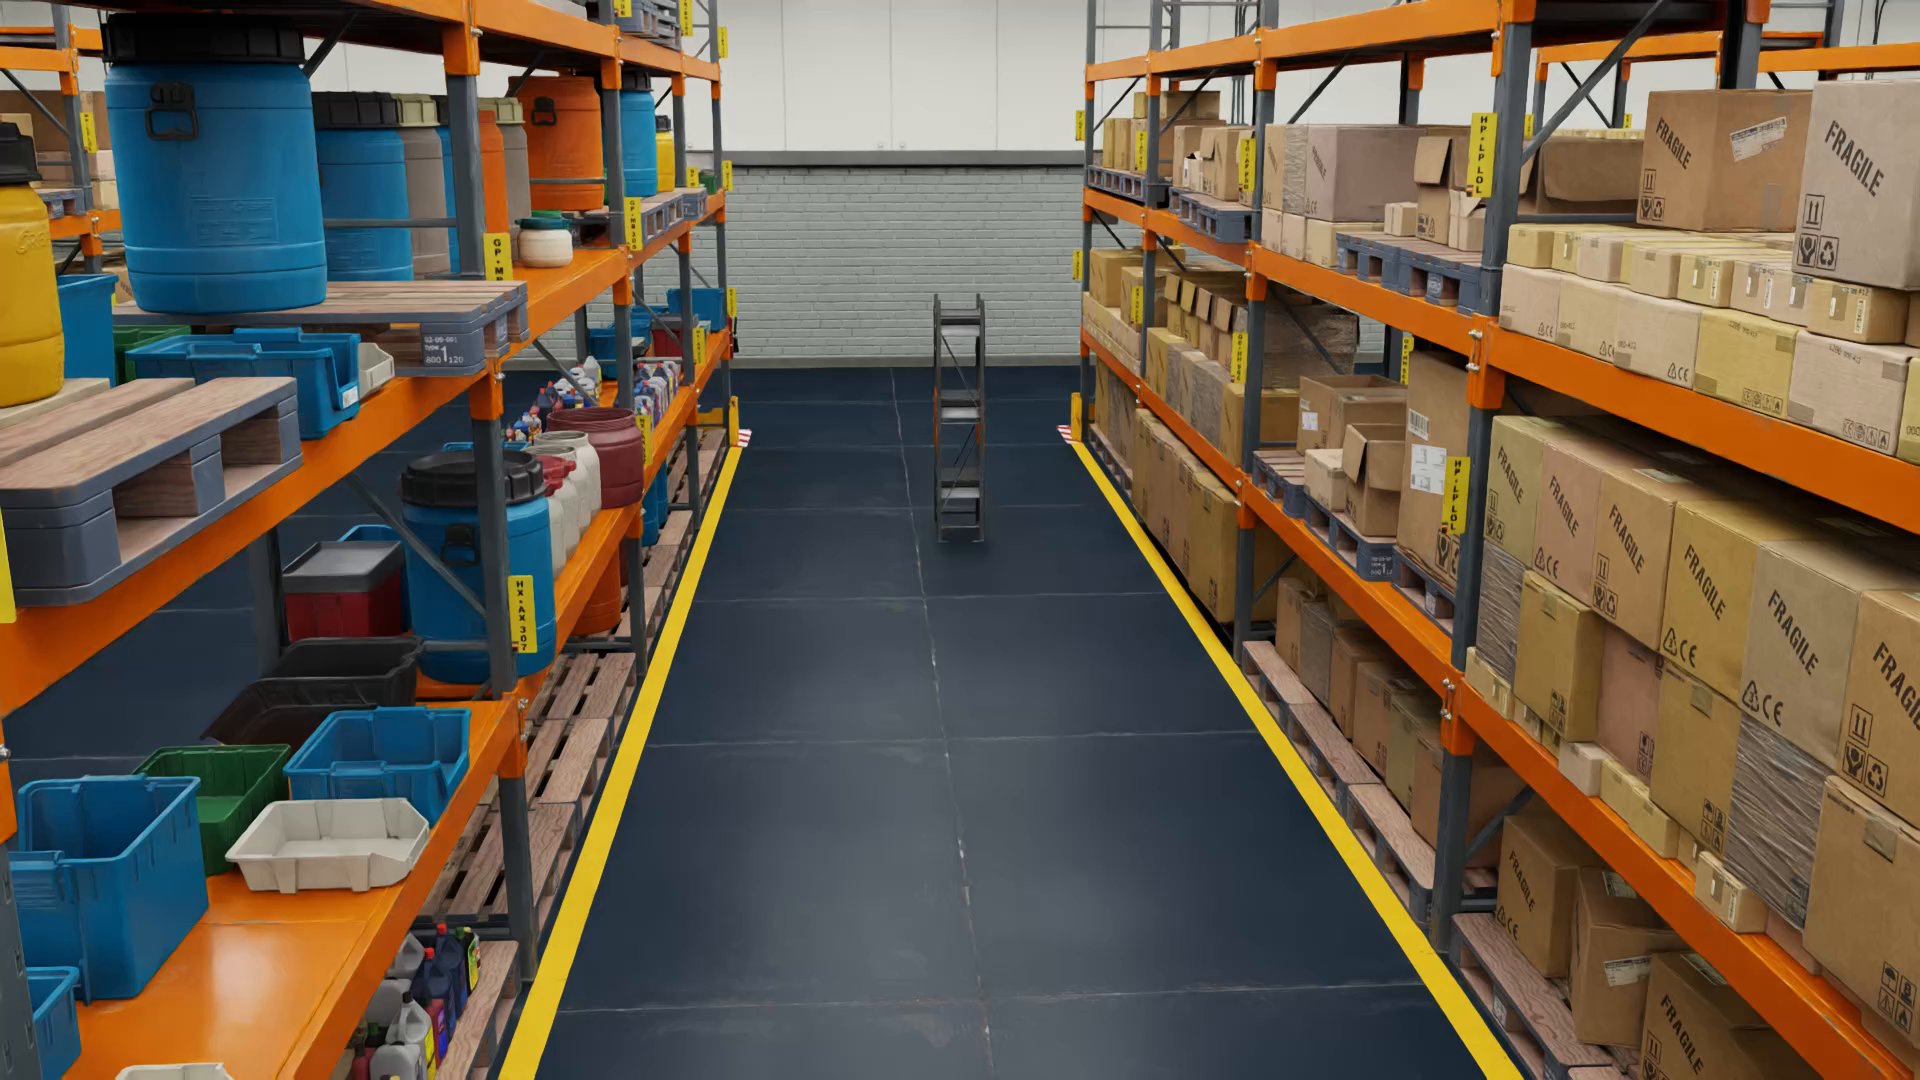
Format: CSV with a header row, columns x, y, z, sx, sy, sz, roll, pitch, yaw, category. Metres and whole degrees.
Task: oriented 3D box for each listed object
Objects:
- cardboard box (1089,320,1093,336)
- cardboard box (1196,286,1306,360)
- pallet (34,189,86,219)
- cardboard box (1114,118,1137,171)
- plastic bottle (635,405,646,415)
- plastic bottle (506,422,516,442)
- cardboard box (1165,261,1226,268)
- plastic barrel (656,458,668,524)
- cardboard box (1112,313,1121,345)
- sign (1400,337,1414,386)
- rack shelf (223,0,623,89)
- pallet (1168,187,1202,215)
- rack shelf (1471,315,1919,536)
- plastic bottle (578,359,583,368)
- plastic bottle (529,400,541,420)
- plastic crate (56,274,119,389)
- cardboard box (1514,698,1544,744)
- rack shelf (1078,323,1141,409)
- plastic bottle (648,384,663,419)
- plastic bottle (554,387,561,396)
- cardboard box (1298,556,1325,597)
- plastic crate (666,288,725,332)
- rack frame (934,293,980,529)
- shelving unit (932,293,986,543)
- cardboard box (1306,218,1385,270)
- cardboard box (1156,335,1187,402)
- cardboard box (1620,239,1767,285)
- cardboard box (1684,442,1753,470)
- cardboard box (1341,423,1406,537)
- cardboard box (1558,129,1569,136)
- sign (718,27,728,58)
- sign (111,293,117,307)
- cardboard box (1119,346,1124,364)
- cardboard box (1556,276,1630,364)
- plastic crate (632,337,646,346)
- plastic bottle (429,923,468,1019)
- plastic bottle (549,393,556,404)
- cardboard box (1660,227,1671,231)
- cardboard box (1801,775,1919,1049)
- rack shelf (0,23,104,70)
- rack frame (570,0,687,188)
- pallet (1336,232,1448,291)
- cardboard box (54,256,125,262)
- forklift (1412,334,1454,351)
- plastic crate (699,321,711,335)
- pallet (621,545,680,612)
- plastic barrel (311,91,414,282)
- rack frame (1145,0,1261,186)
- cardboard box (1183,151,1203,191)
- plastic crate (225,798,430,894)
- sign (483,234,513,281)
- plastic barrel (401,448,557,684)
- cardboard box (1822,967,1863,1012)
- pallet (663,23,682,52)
x,y,z,sx,sy,sz,roll,pitch,yaw,category
1.594,-2.276,17.856,0.380,0.149,0.250,-1,14,-5,cardboard box
2.249,-1.674,12.798,0.797,0.503,0.637,0,14,-2,cardboard box
-7.801,-2.670,13.241,1.213,0.211,1.003,-1,14,-3,pallet
1.949,-3.973,16.684,0.700,0.500,0.500,-2,15,-7,cardboard box
-2.315,-0.837,12.020,0.097,0.271,0.097,0,14,0,plastic bottle
-3.045,-0.647,11.256,0.061,0.283,0.133,-1,14,-3,plastic bottle
2.282,-2.433,16.162,0.500,0.500,0.500,-1,14,-5,cardboard box
-2.811,-0.599,14.202,0.600,0.901,0.708,-1,14,-3,plastic barrel
1.760,-2.056,16.203,0.500,0.250,0.500,-1,14,-2,cardboard box
2.905,-1.162,10.857,0.100,0.325,0.005,-1,14,-3,sign
-2.456,-2.418,8.112,1.077,0.370,4.000,-1,14,-3,rack shelf
2.222,-2.756,13.583,0.805,0.209,1.217,-1,15,-6,pallet
2.735,-0.241,4.866,1.077,0.370,4.000,-1,14,-3,rack shelf
-3.231,-1.393,14.154,0.061,0.283,0.133,-1,14,-3,plastic bottle
-3.102,-0.874,12.138,0.061,0.283,0.133,-1,14,-3,plastic bottle
-2.503,-0.477,4.374,0.392,0.384,0.575,-1,14,-3,plastic crate
2.370,0.670,6.407,0.380,0.149,0.250,-1,14,-3,cardboard box
1.992,-1.773,16.839,1.077,0.370,4.000,-1,14,-3,rack shelf
-2.404,-1.087,12.978,0.152,0.276,0.135,-1,14,-3,plastic bottle
-3.128,-1.047,12.832,0.097,0.271,0.097,0,14,0,plastic bottle
2.435,0.172,10.468,0.500,0.250,0.500,0,14,-1,cardboard box
-2.868,-2.508,18.061,0.616,0.435,0.499,-1,14,-3,plastic crate
-0.025,-1.119,14.661,0.400,2.100,0.015,-1,14,-3,rack frame
-0.010,-1.058,14.425,0.431,2.100,0.503,-1,14,-3,shelving unit
2.211,-1.633,9.133,0.500,0.250,0.500,-1,14,-2,cardboard box
1.927,-1.429,13.859,0.500,0.500,0.500,-1,14,-3,cardboard box
2.462,-0.928,5.595,0.380,0.149,0.250,0,14,-2,cardboard box
2.946,-0.079,6.008,0.500,0.500,0.500,-1,14,-3,cardboard box
2.412,-0.317,8.689,0.797,0.503,0.637,1,14,2,cardboard box
6.559,-4.269,17.575,0.380,0.149,0.250,-1,14,-4,cardboard box
-2.528,-5.304,17.727,0.100,0.325,0.005,-1,14,-3,sign
-7.218,-2.042,14.118,0.100,0.325,0.005,-1,14,-3,sign
1.722,-1.764,15.868,0.380,0.149,0.250,-1,14,-2,cardboard box
2.421,-0.767,5.767,0.500,0.250,0.500,-1,14,-4,cardboard box
-3.236,-1.877,16.210,0.293,0.136,0.466,-1,14,-3,plastic crate
-2.005,1.668,6.457,0.144,0.351,0.185,-1,14,-5,plastic bottle
-3.061,-0.954,12.449,0.061,0.283,0.133,-1,14,-3,plastic bottle
2.920,-1.131,6.382,0.380,0.149,0.250,0,14,-2,cardboard box
2.702,0.909,4.177,0.875,0.500,0.500,-1,14,-3,cardboard box
-7.896,-4.524,15.501,1.077,0.370,4.000,-1,14,-3,rack shelf
-2.828,-4.452,13.772,1.000,3.000,0.127,-1,14,-3,rack frame
2.612,-1.409,8.339,1.213,0.211,1.003,-1,14,-3,pallet
-8.127,-2.379,15.544,0.500,0.500,0.500,-1,14,-3,cardboard box
5.076,-1.791,15.605,3.031,2.935,1.130,-4,15,-16,forklift
-2.844,-2.243,17.634,0.396,0.136,0.243,-1,14,-3,plastic crate
-2.743,0.300,12.936,1.003,0.211,1.213,-1,14,-3,pallet
-2.580,-1.376,6.829,0.600,0.901,0.708,-1,14,-3,plastic barrel
2.116,-4.529,14.069,1.000,3.000,0.127,-1,14,-3,rack frame
2.094,-2.962,13.336,0.500,0.311,0.500,-1,14,-5,cardboard box
-1.979,0.970,5.265,0.530,0.136,0.437,-1,14,-3,plastic crate
-1.782,-1.020,6.434,0.100,0.325,0.005,-1,14,-3,sign
-2.054,0.099,7.116,0.600,0.901,0.708,-1,14,-3,plastic barrel
2.580,1.166,4.479,0.380,0.149,0.250,-1,14,-3,cardboard box
-2.746,-3.962,13.047,1.003,0.211,1.213,-1,14,-3,pallet
